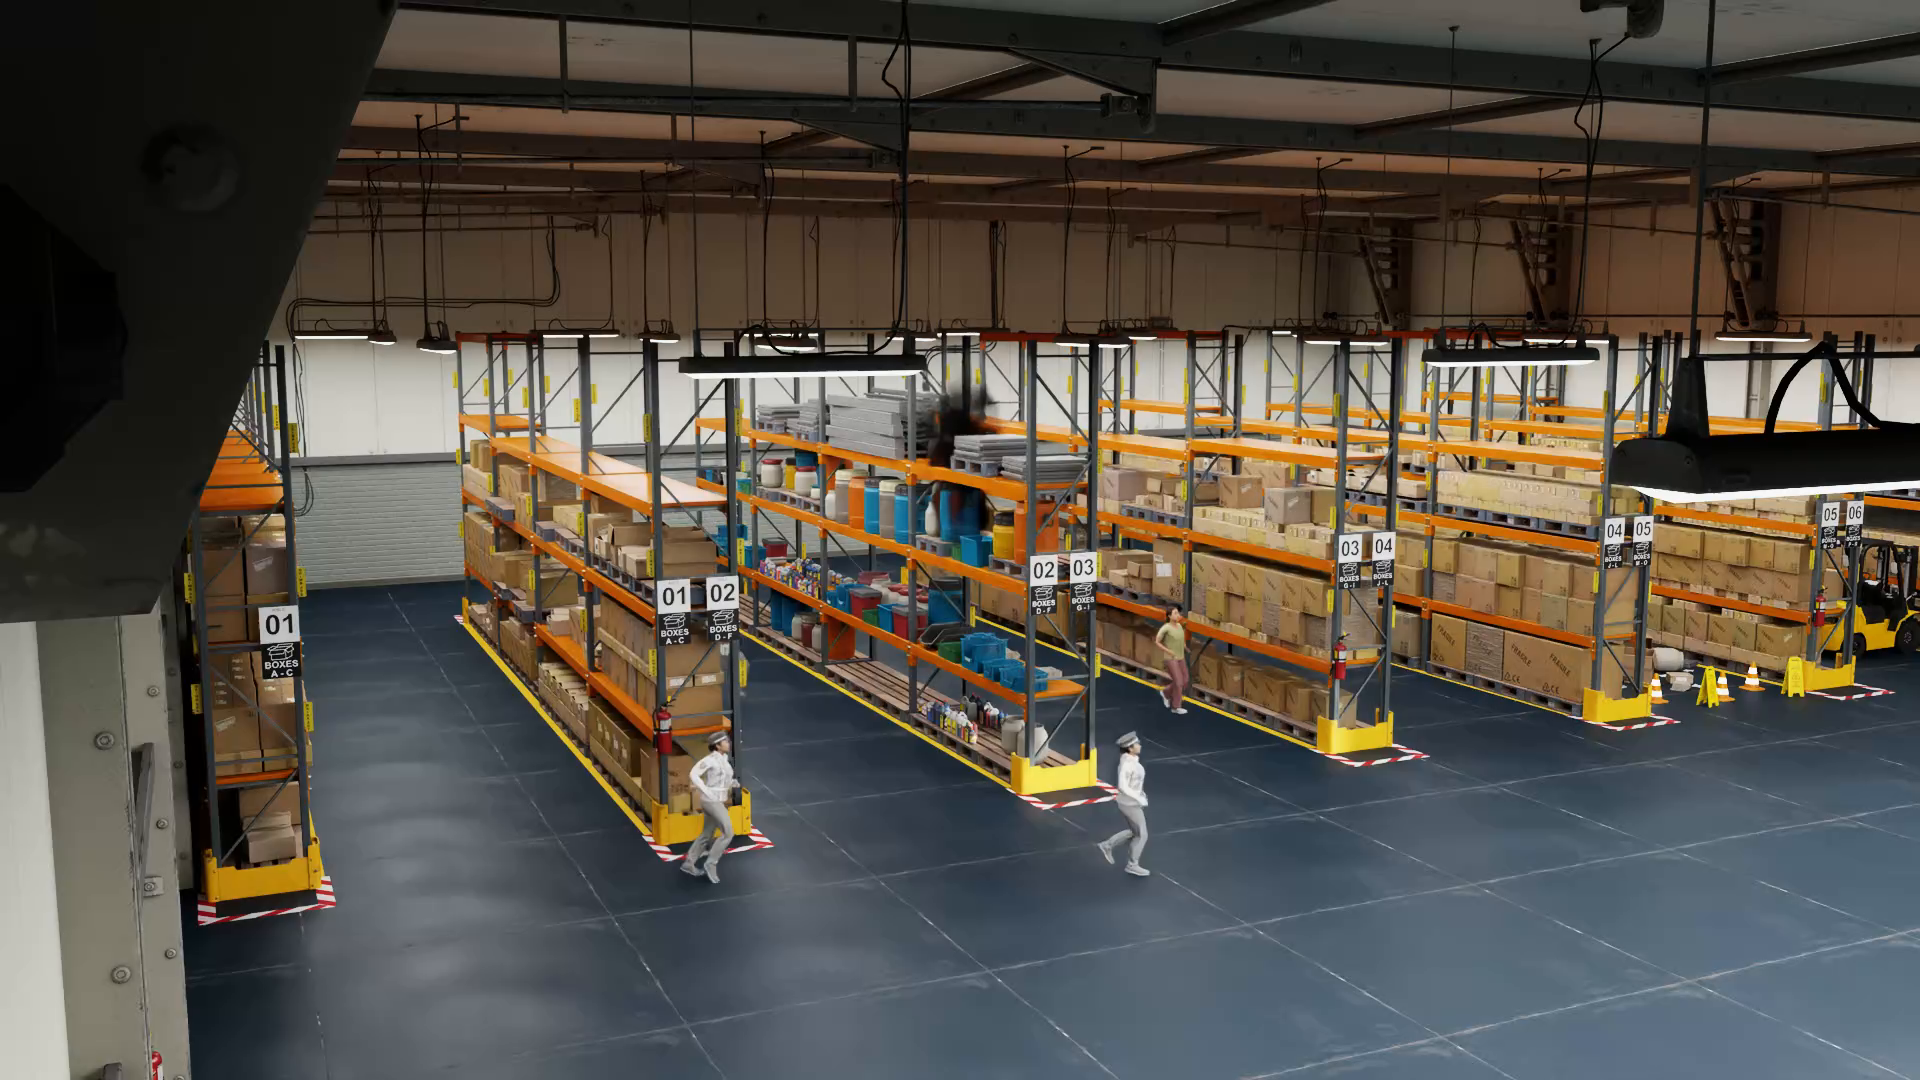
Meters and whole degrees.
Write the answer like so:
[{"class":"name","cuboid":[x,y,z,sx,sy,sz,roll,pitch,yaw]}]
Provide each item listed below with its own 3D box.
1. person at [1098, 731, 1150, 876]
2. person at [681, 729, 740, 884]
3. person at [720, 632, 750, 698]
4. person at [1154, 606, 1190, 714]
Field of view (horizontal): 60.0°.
[{"class":"person","cuboid":[1.869,2.983,18.839,0.587,1.673,0.628,1,8,5]},{"class":"person","cuboid":[-2.816,2.990,18.836,0.658,1.703,0.655,1,8,5]},{"class":"person","cuboid":[-3.740,1.851,26.785,0.575,1.668,0.910,-5,9,-34]},{"class":"person","cuboid":[3.264,1.820,25.354,0.581,1.633,0.539,-6,10,-39]}]
